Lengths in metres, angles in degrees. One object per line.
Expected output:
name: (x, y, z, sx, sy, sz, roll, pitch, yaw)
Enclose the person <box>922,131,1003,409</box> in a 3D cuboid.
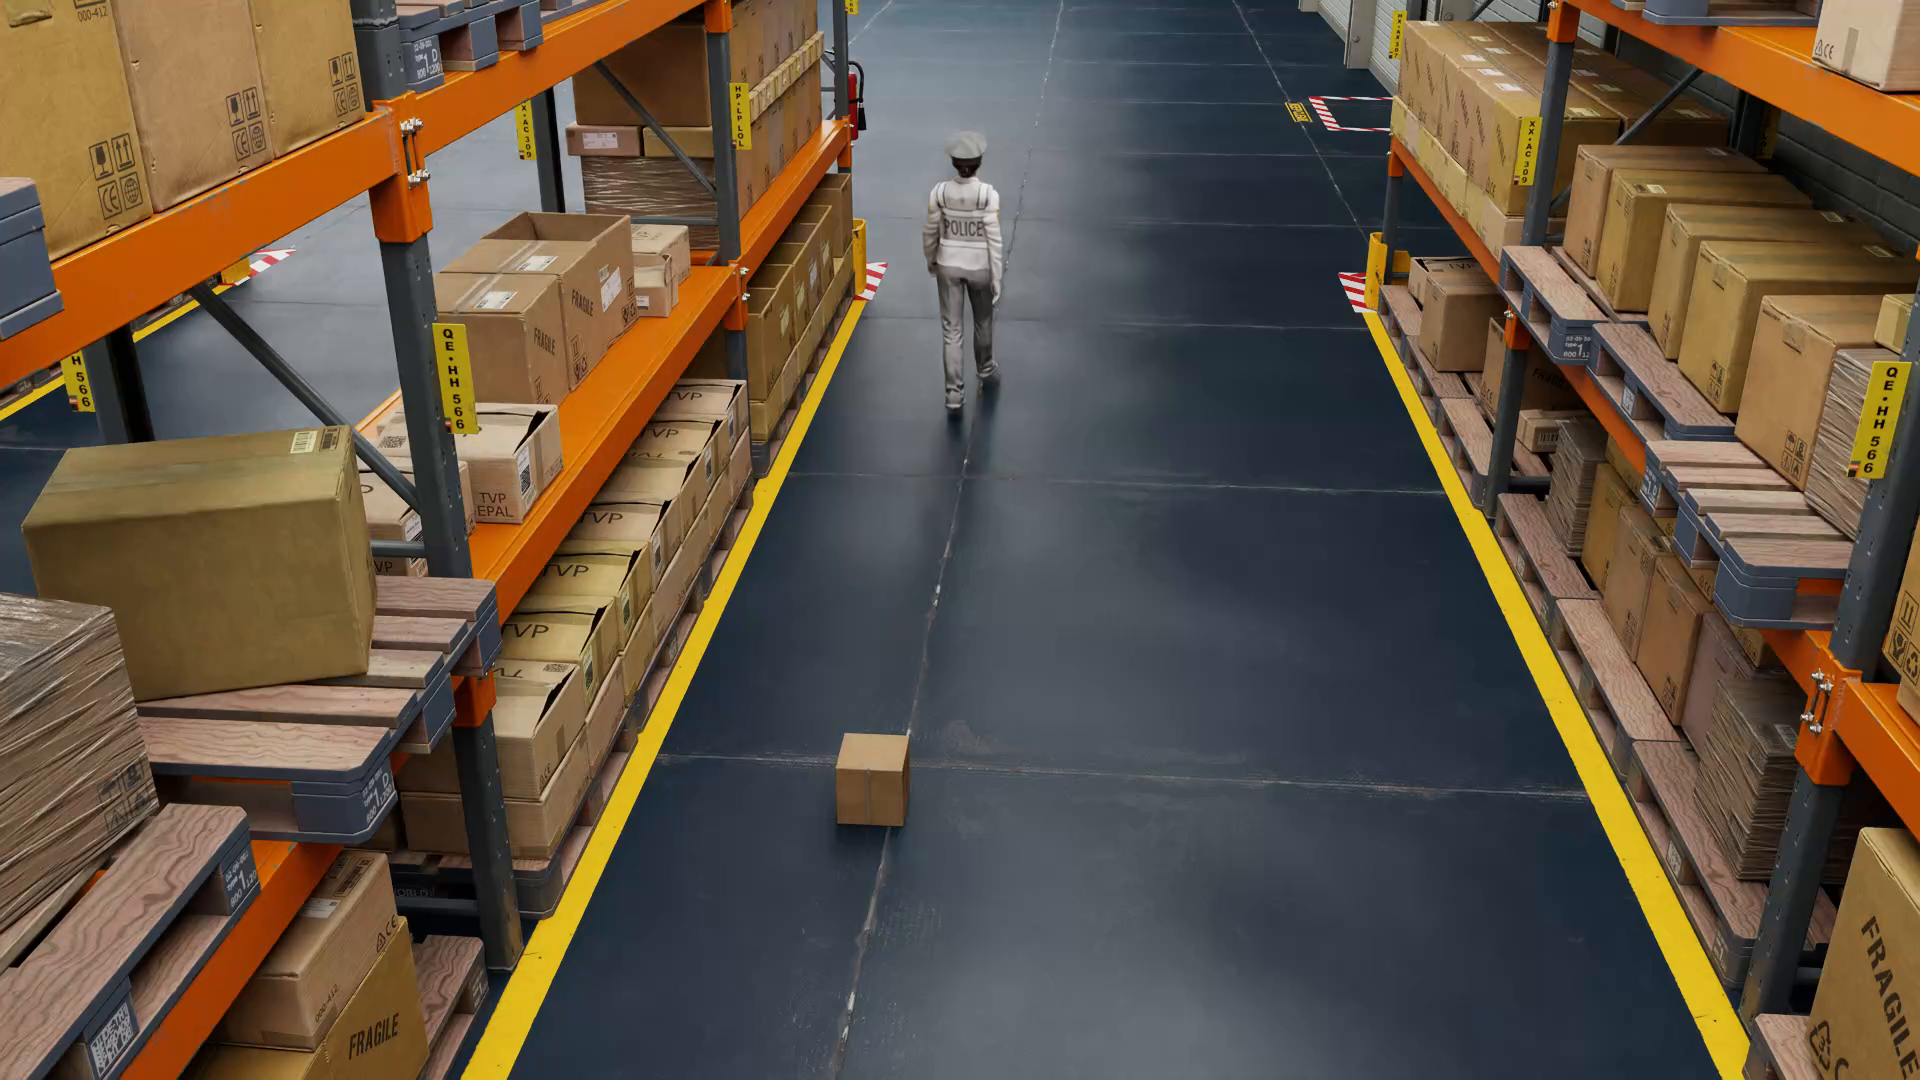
person: (0.020, -1.706, 10.253, 0.505, 1.630, 0.978, 2, 25, 4)
